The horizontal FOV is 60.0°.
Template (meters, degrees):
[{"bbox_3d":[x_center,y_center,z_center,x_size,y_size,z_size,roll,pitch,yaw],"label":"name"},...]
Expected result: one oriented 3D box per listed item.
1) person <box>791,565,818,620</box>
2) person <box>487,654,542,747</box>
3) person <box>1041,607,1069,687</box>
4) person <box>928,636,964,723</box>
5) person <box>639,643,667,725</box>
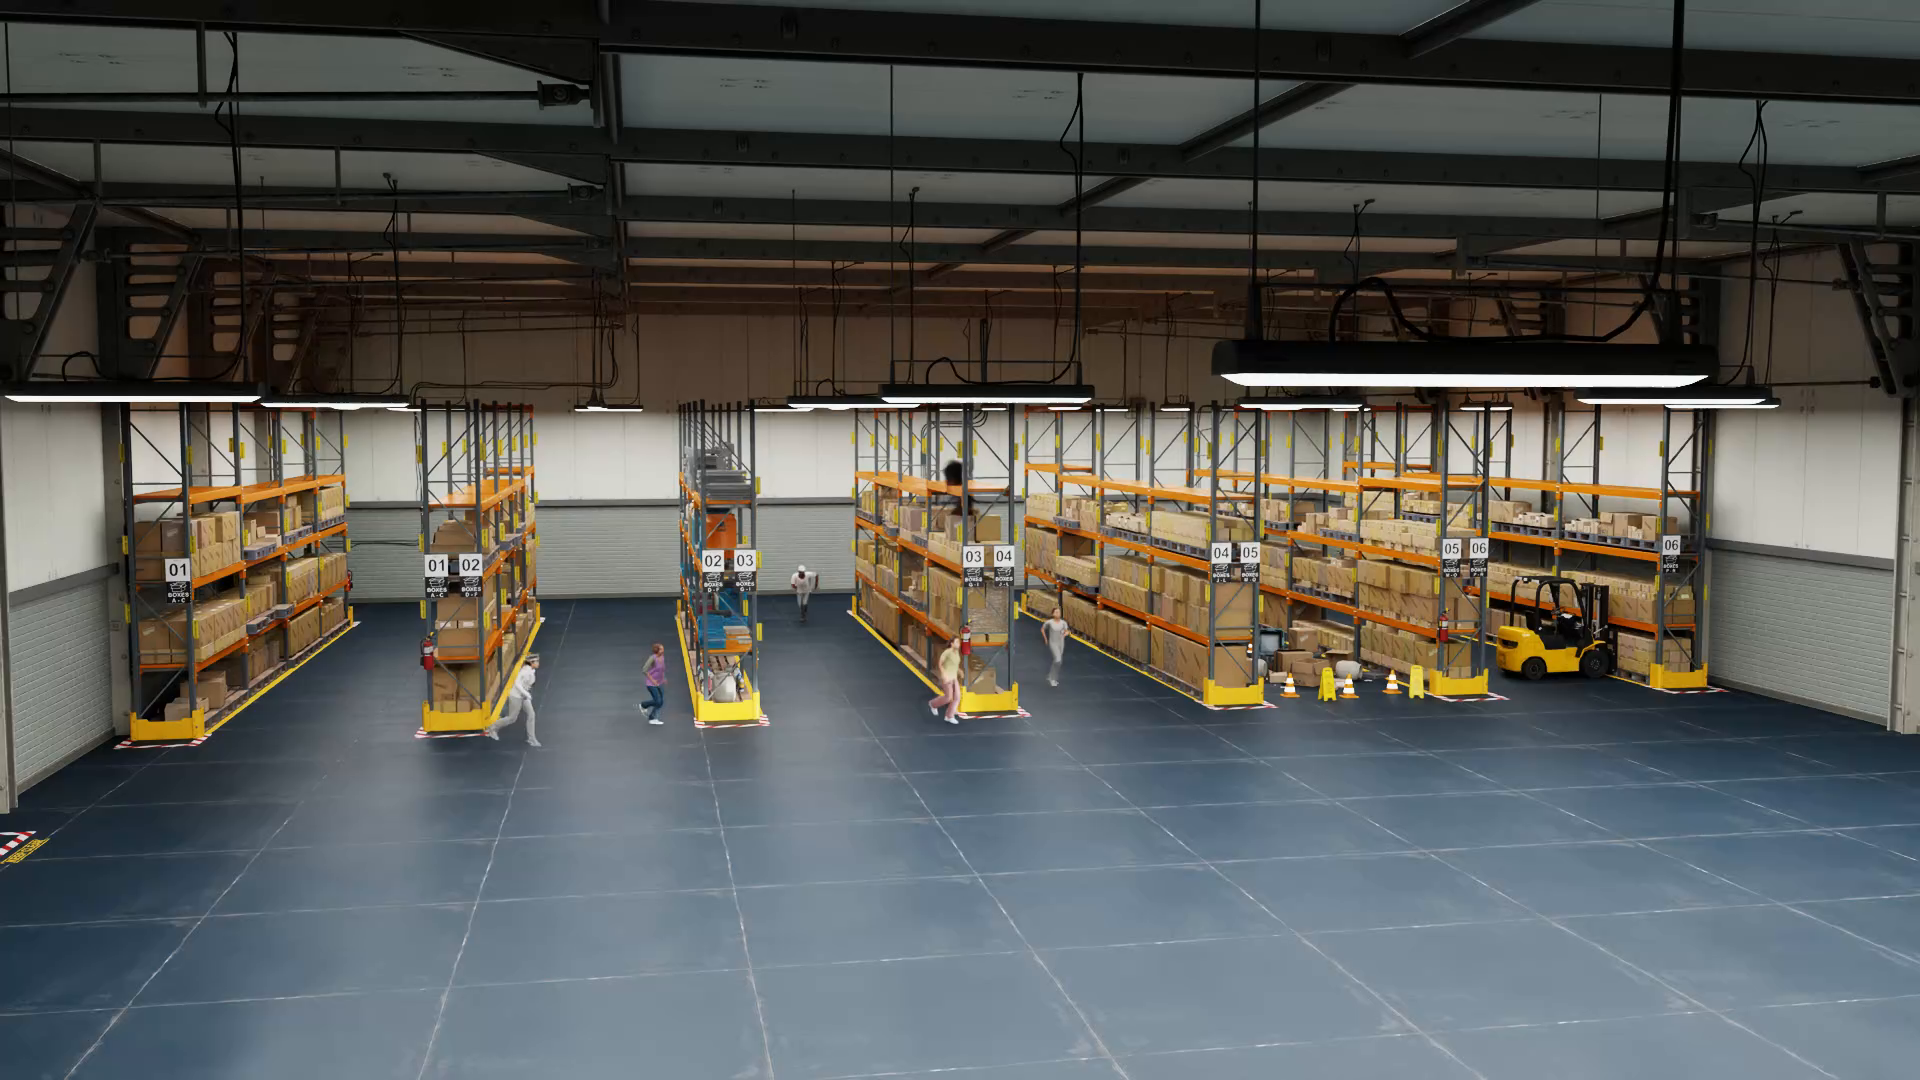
[{"bbox_3d":[-4.276,1.462,45.786,0.730,1.580,0.899,0,4,4],"label":"person"},{"bbox_3d":[-7.710,2.774,28.770,0.965,1.632,0.645,0,4,-1],"label":"person"},{"bbox_3d":[2.029,2.244,35.034,0.527,1.678,0.689,-2,5,-24],"label":"person"},{"bbox_3d":[-0.280,2.584,31.106,0.701,1.628,0.599,3,5,33],"label":"person"},{"bbox_3d":[-5.702,2.653,30.786,0.559,1.519,0.519,3,5,31],"label":"person"}]
